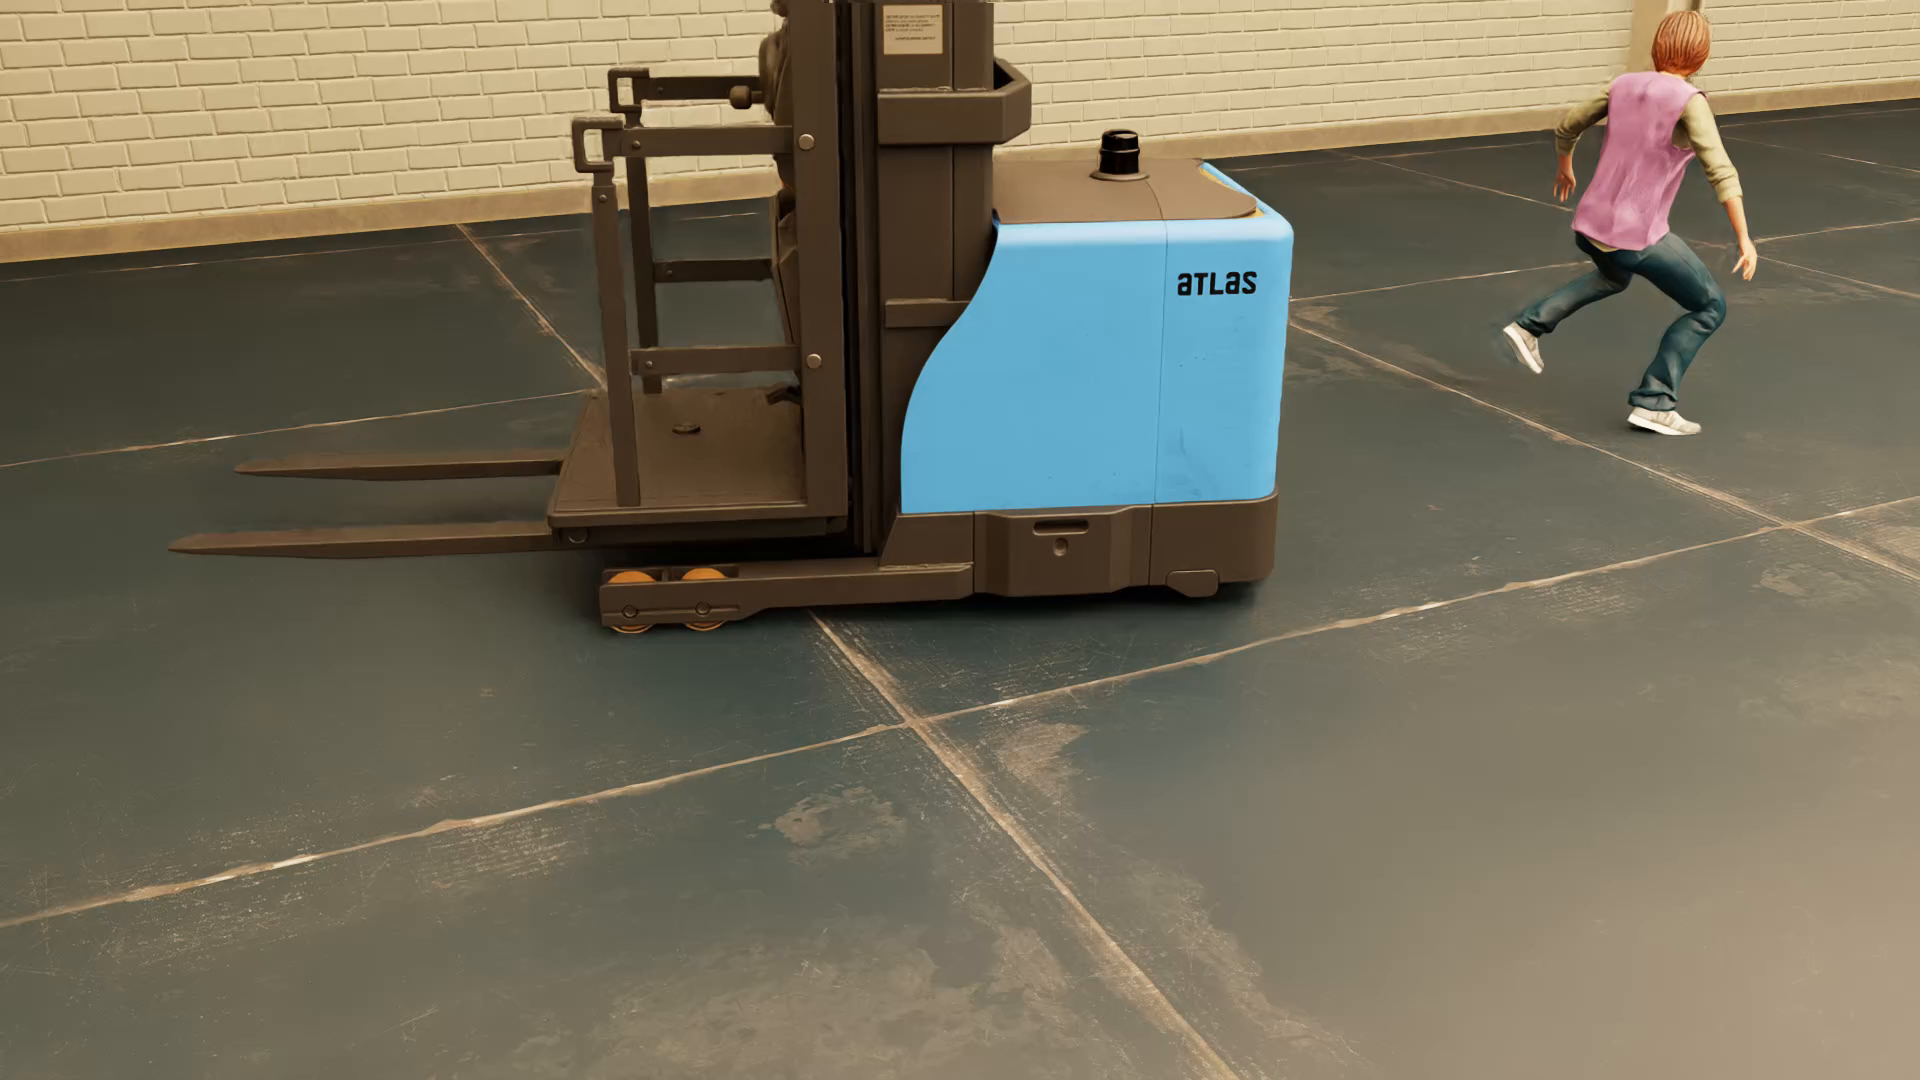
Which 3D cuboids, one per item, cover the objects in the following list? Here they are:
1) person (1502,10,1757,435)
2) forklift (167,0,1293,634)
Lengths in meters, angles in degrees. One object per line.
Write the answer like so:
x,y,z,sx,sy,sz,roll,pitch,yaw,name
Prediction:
2.450,-1.124,5.959,0.465,1.475,0.946,-9,24,-20,person
-0.663,-1.313,4.446,3.031,2.935,1.130,-2,23,-6,forklift
